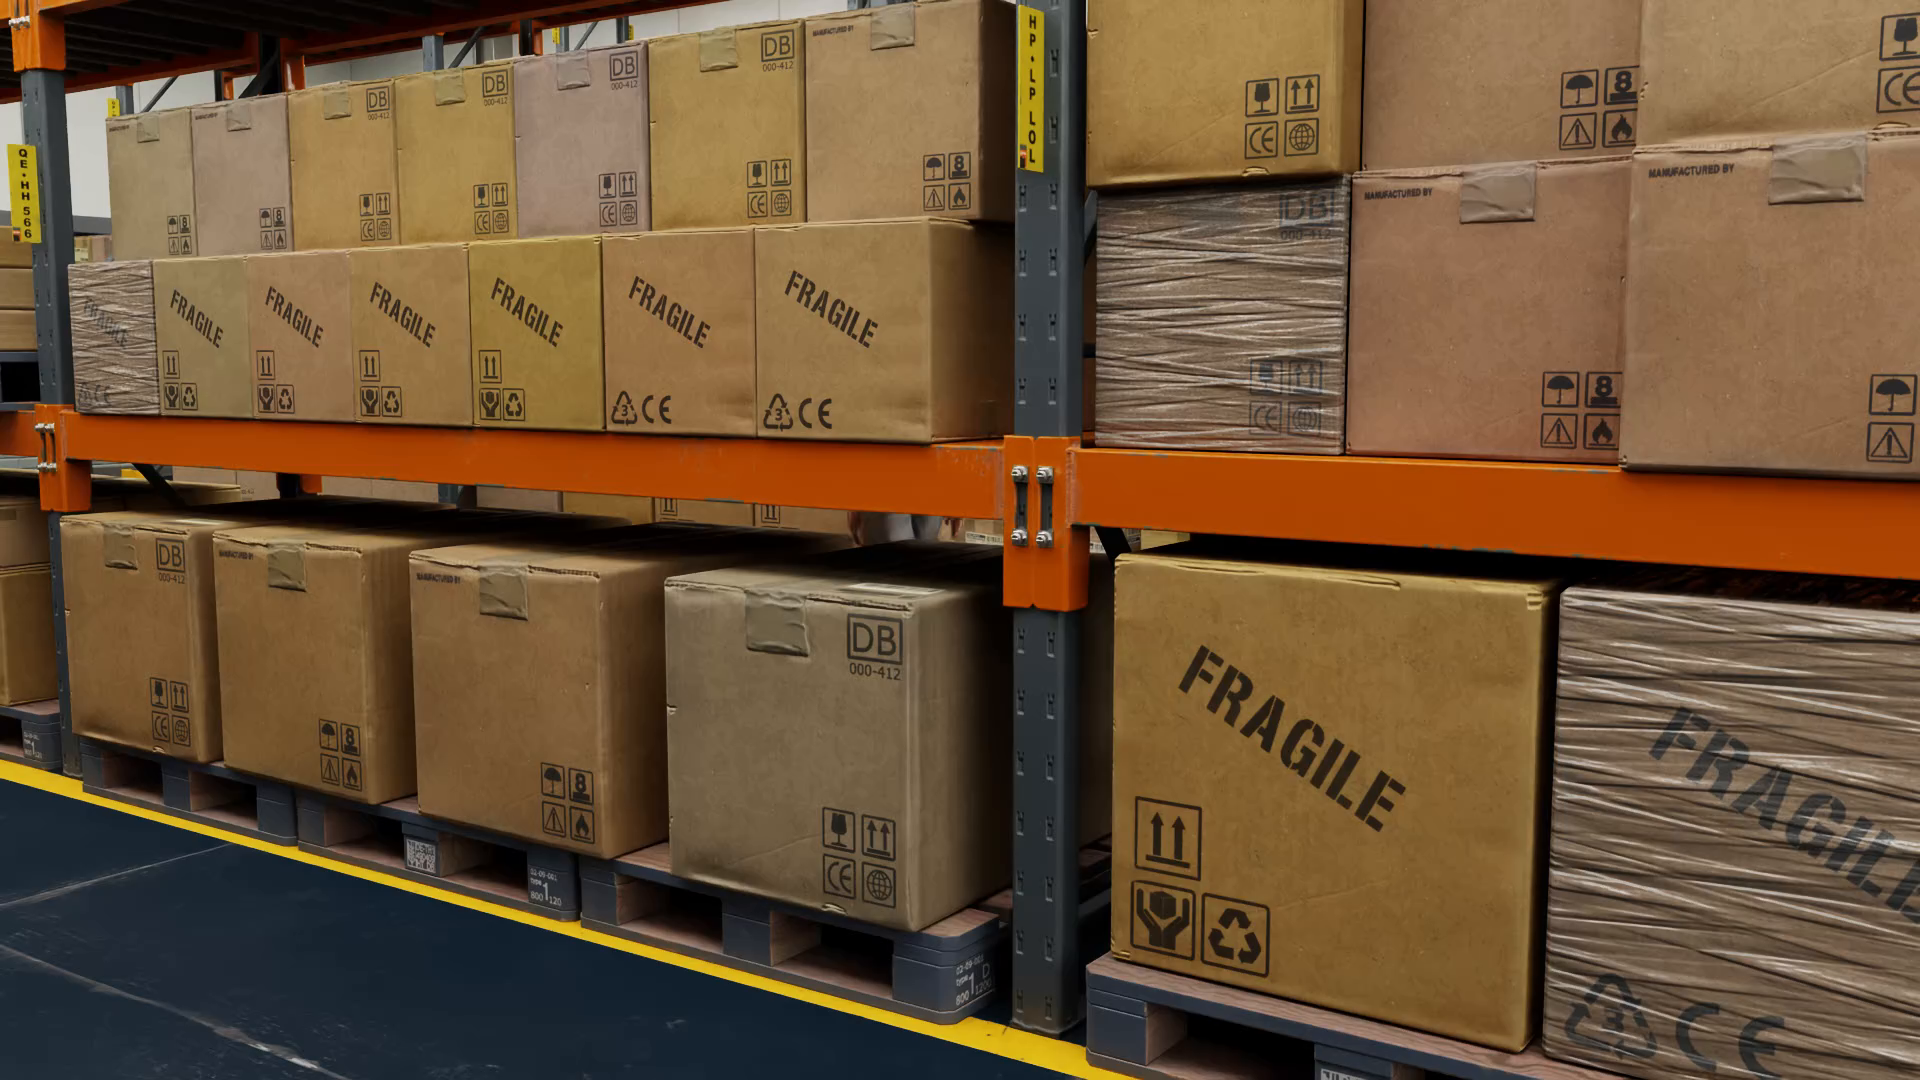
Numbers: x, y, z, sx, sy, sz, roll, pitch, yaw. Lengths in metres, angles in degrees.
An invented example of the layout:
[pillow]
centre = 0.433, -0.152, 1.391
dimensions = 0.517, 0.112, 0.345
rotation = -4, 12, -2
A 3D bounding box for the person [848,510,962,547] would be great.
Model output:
[person]
centre = -0.249, -0.114, 6.963
dimensions = 0.472, 1.673, 0.527
rotation = -3, 7, -22
